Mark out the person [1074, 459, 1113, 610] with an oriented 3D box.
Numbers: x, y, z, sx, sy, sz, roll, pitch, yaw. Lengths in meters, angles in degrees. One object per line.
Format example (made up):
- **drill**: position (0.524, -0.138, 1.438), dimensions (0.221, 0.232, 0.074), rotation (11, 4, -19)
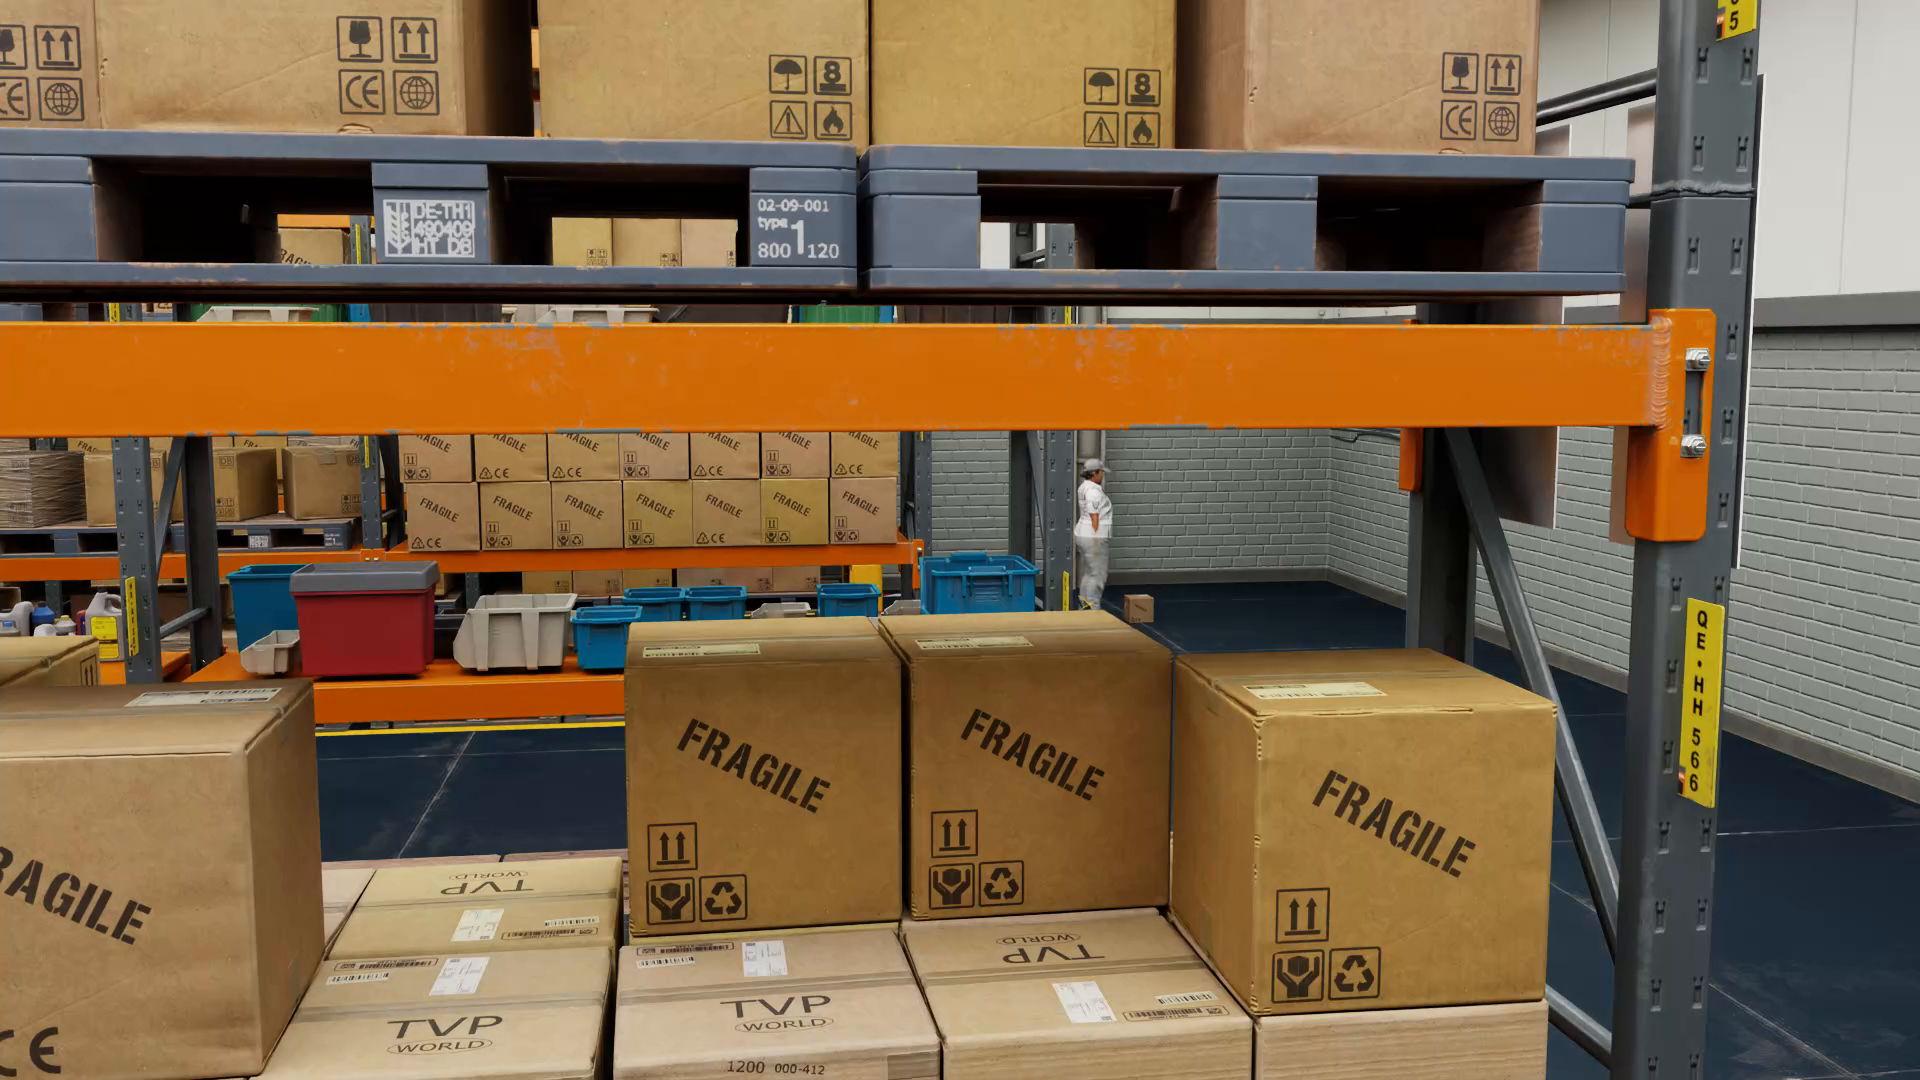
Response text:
- **person**: position (1.357, 0.009, 16.790), dimensions (0.391, 1.661, 0.467), rotation (-1, 7, -7)
